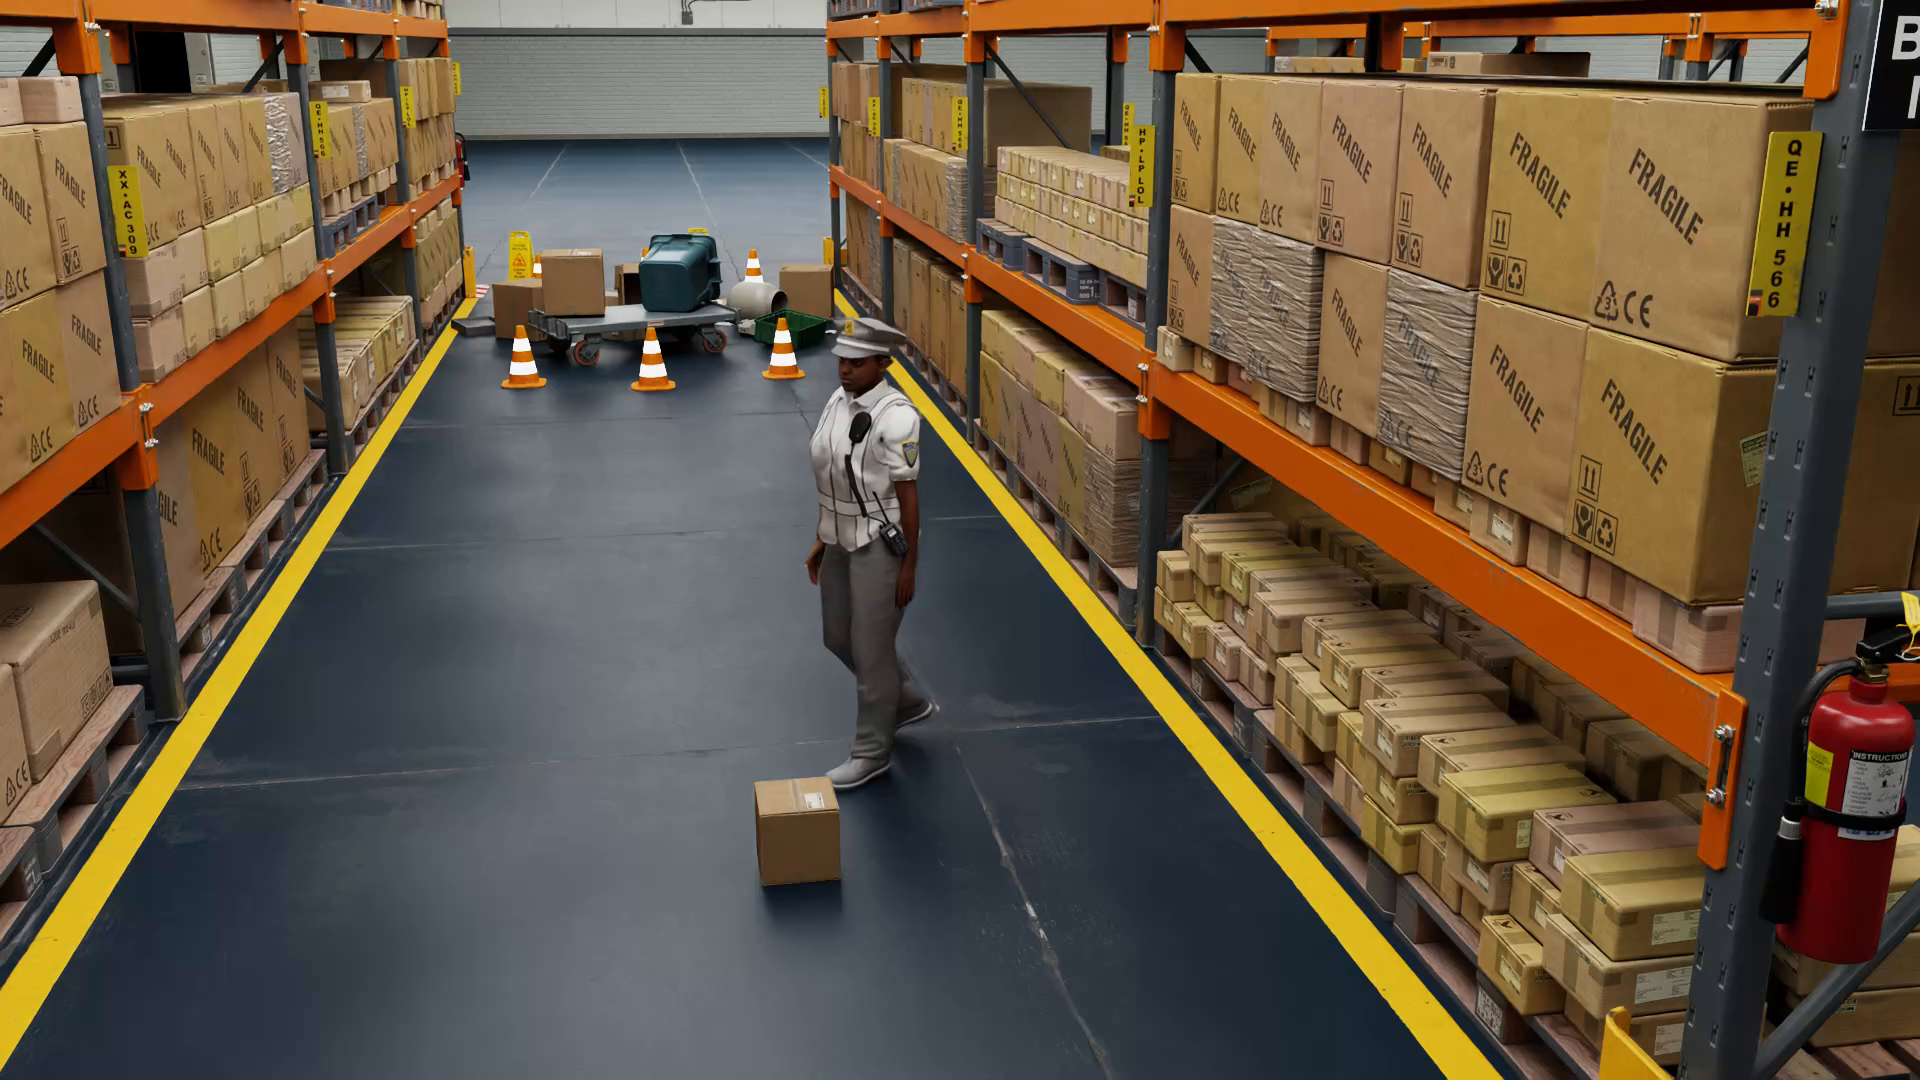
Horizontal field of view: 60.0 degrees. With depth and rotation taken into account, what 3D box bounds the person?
[{"bbox_3d":[-0.302,0.022,5.915,0.580,1.680,0.485,-12,20,-36],"label":"person"}]
